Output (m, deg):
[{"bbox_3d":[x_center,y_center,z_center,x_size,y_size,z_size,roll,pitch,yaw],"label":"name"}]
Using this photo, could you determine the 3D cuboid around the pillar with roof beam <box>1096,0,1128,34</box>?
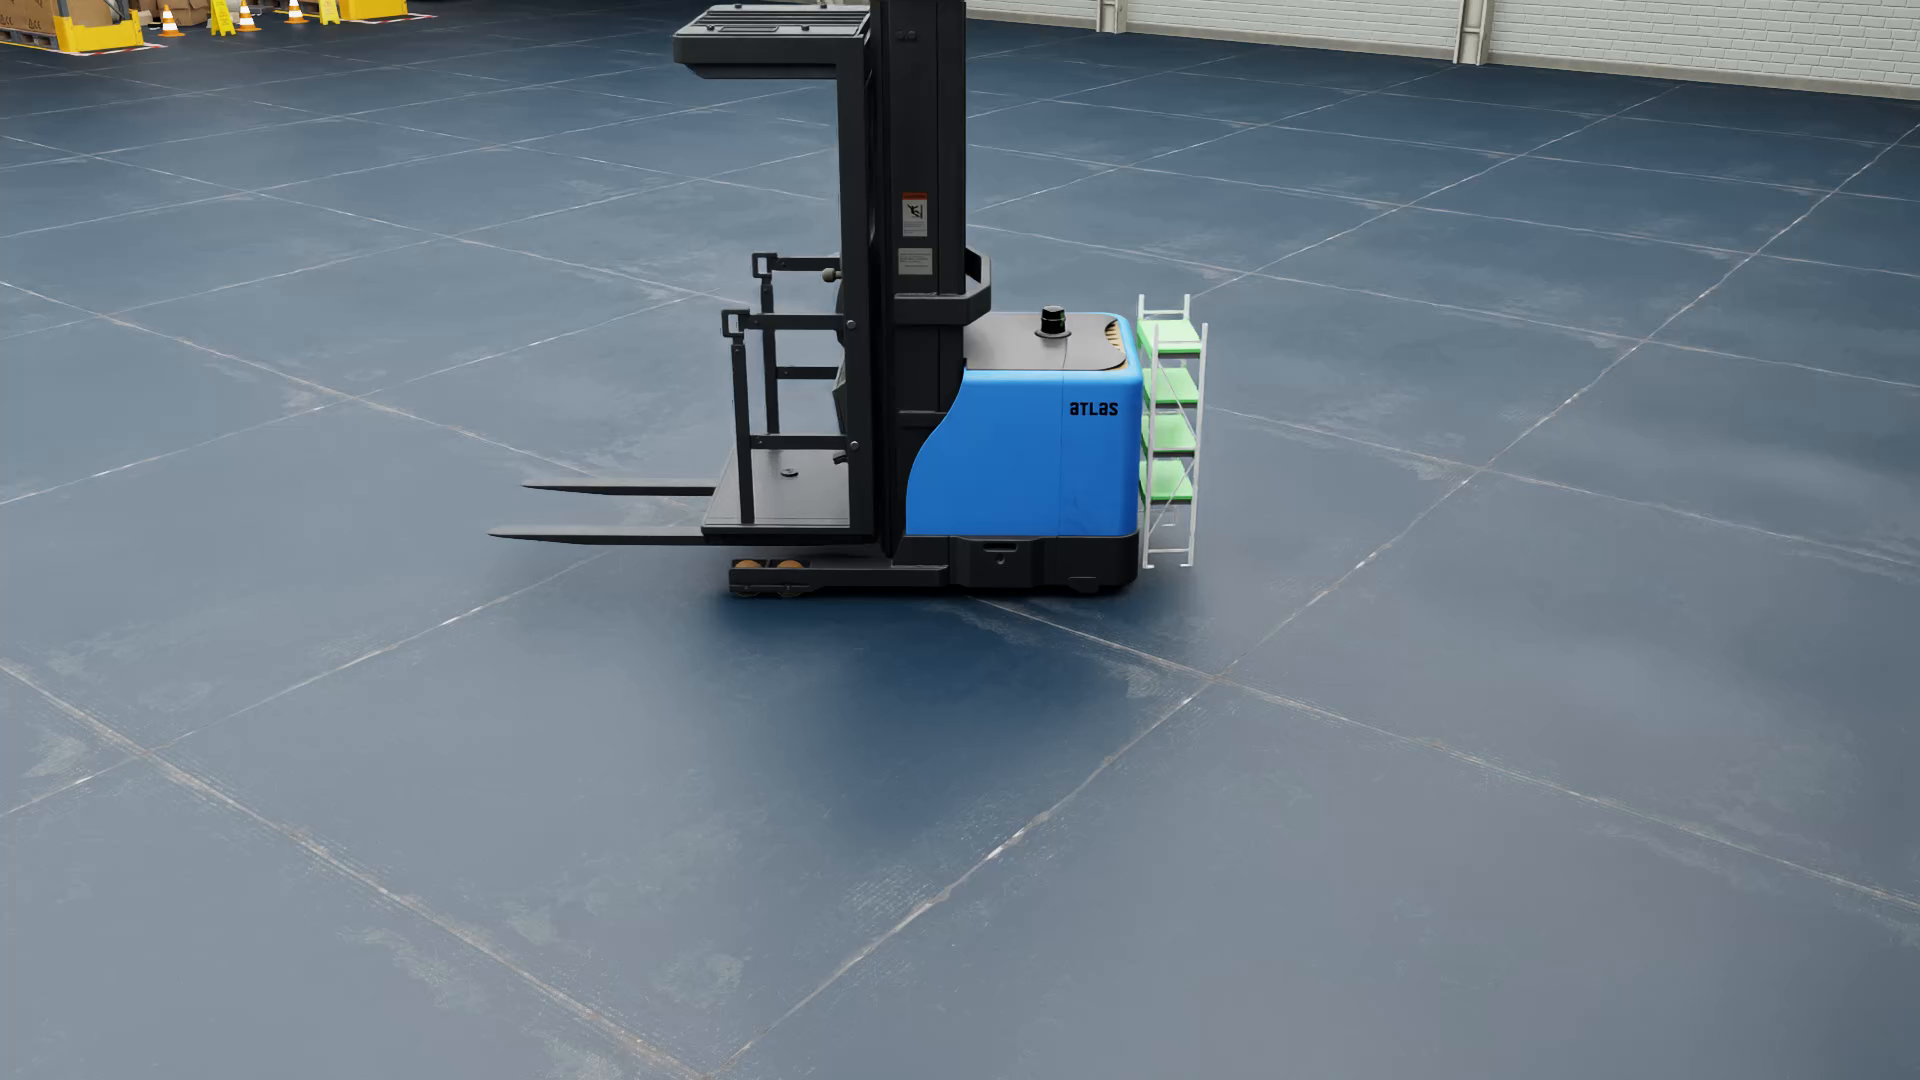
[{"bbox_3d":[-0.127,-10.966,21.978,0.400,9.000,9.100,17,29,33],"label":"pillar with roof beam"}]

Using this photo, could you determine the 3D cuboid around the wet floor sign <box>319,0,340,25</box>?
[{"bbox_3d":[-10.594,-8.982,27.834,0.267,0.644,0.232,-15,28,-30],"label":"wet floor sign"}]

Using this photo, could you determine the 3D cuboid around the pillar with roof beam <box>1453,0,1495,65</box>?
[{"bbox_3d":[4.674,-9.515,18.685,0.400,9.000,9.100,17,29,33],"label":"pillar with roof beam"}]

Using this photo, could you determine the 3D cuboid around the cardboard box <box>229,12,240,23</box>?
[{"bbox_3d":[-12.364,-8.811,28.062,0.380,0.149,0.250,-10,26,-21],"label":"cardboard box"}]

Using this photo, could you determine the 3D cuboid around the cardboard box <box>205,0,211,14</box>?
[{"bbox_3d":[-13.264,-9.577,29.362,0.500,0.500,0.500,-5,24,-12],"label":"cardboard box"}]

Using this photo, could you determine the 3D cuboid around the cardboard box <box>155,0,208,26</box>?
[{"bbox_3d":[-13.029,-8.916,27.861,0.637,0.503,0.797,-1,24,-3],"label":"cardboard box"}]

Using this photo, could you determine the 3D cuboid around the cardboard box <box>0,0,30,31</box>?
[{"bbox_3d":[-14.280,-8.403,25.716,0.875,0.875,0.875,16,29,32],"label":"cardboard box"}]

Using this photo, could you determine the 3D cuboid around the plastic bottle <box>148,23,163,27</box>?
[{"bbox_3d":[-13.344,-8.528,27.530,0.283,0.061,0.133,7,25,15],"label":"plastic bottle"}]

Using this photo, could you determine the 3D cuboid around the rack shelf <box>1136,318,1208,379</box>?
[{"bbox_3d":[0.985,-0.901,7.775,0.258,0.148,0.480,-1,24,-2],"label":"rack shelf"}]

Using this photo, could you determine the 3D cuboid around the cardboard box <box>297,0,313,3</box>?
[{"bbox_3d":[-11.323,-9.620,29.254,0.500,0.250,0.500,17,29,33],"label":"cardboard box"}]

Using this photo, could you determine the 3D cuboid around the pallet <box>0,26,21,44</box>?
[{"bbox_3d":[-14.651,-8.016,26.181,1.213,0.211,1.003,17,29,33],"label":"pallet"}]

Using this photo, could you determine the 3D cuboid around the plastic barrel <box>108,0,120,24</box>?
[{"bbox_3d":[-14.366,-8.838,27.783,0.512,0.421,0.421,-5,24,-12],"label":"plastic barrel"}]

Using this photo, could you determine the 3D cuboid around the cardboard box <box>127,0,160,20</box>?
[{"bbox_3d":[-13.782,-9.201,28.341,0.503,0.637,0.797,17,29,33],"label":"cardboard box"}]

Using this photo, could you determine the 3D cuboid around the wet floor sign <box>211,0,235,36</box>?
[{"bbox_3d":[-11.782,-8.383,26.476,0.232,0.644,0.267,12,26,24],"label":"wet floor sign"}]

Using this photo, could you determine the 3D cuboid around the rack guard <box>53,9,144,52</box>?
[{"bbox_3d":[-12.973,-7.679,25.058,0.348,0.500,1.175,17,29,33],"label":"rack guard"}]

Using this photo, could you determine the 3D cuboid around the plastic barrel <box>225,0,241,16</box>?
[{"bbox_3d":[-12.665,-9.282,28.792,0.512,0.421,0.421,-5,24,-12],"label":"plastic barrel"}]

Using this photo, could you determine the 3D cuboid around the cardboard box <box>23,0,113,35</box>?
[{"bbox_3d":[-13.575,-8.191,25.235,0.875,0.875,0.875,17,29,34],"label":"cardboard box"}]

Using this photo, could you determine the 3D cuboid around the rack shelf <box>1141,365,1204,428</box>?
[{"bbox_3d":[0.985,-0.681,7.871,0.258,0.148,0.480,-1,24,-2],"label":"rack shelf"}]

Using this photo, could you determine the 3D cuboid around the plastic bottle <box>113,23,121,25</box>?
[{"bbox_3d":[-13.899,-8.475,27.409,0.133,0.061,0.283,7,25,15],"label":"plastic bottle"}]

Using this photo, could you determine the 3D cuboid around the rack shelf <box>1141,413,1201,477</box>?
[{"bbox_3d":[0.985,-0.462,7.968,0.258,0.148,0.480,-1,24,-2],"label":"rack shelf"}]

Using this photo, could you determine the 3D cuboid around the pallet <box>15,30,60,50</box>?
[{"bbox_3d":[-13.679,-7.721,25.511,1.213,0.211,1.003,17,29,33],"label":"pallet"}]

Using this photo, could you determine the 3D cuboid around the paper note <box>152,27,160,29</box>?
[{"bbox_3d":[-13.196,-8.386,27.247,0.144,0.017,0.142,-15,28,-30],"label":"paper note"}]

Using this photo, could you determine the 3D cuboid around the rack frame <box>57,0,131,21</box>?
[{"bbox_3d":[-12.993,-8.829,24.567,0.127,3.000,1.000,17,29,33],"label":"rack frame"}]

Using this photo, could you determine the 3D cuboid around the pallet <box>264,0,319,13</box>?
[{"bbox_3d":[-11.766,-9.695,29.993,1.213,0.211,1.003,17,29,33],"label":"pallet"}]

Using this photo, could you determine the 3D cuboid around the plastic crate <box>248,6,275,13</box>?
[{"bbox_3d":[-12.541,-9.437,29.569,0.583,0.080,0.402,7,25,15],"label":"plastic crate"}]

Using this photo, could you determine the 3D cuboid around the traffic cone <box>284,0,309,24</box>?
[{"bbox_3d":[-11.222,-8.977,28.050,0.334,0.463,0.336,17,29,33],"label":"traffic cone"}]

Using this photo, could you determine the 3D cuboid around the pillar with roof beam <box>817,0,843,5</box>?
[{"bbox_3d":[-4.928,-12.417,25.271,0.400,9.000,9.100,17,29,33],"label":"pillar with roof beam"}]

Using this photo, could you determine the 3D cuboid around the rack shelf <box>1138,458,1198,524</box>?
[{"bbox_3d":[0.985,-0.242,8.065,0.258,0.148,0.480,-1,24,-2],"label":"rack shelf"}]

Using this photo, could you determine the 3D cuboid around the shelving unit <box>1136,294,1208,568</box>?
[{"bbox_3d":[0.985,-0.520,7.942,0.258,1.200,0.503,-1,24,-2],"label":"shelving unit"}]

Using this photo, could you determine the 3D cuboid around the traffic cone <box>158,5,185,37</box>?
[{"bbox_3d":[-12.566,-8.254,26.410,0.334,0.463,0.336,17,29,33],"label":"traffic cone"}]

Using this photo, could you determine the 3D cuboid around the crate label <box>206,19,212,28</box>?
[{"bbox_3d":[-12.282,-8.558,27.503,0.298,0.136,0.250,3,24,6],"label":"crate label"}]

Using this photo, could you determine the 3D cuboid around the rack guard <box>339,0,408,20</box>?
[{"bbox_3d":[-10.166,-9.325,28.793,0.348,0.500,1.175,17,29,33],"label":"rack guard"}]

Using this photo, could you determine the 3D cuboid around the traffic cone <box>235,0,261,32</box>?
[{"bbox_3d":[-11.616,-8.537,27.051,0.334,0.463,0.336,17,29,33],"label":"traffic cone"}]

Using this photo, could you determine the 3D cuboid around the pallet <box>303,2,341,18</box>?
[{"bbox_3d":[-10.794,-9.400,29.323,1.213,0.211,1.003,17,29,33],"label":"pallet"}]

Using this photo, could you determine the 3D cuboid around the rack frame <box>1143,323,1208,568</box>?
[{"bbox_3d":[0.994,-0.422,7.719,0.240,1.200,0.015,-1,24,-2],"label":"rack frame"}]

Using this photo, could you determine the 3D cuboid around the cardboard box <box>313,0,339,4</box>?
[{"bbox_3d":[-10.932,-9.498,28.977,0.500,0.250,0.500,17,29,33],"label":"cardboard box"}]

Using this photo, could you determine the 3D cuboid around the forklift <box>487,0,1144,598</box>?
[{"bbox_3d":[-0.688,-1.289,7.541,3.031,2.935,1.130,0,24,1],"label":"forklift"}]

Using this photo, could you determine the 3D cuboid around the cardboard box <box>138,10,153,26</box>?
[{"bbox_3d":[-13.713,-8.723,27.719,0.396,0.266,0.258,-21,31,-39],"label":"cardboard box"}]

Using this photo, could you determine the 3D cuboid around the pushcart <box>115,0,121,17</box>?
[{"bbox_3d":[-14.633,-9.470,29.274,0.936,0.377,1.648,7,25,15],"label":"pushcart"}]

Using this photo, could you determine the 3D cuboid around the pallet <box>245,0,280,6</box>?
[{"bbox_3d":[-12.747,-9.990,30.662,1.213,0.211,1.003,17,29,33],"label":"pallet"}]

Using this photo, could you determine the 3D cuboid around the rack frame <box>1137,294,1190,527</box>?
[{"bbox_3d":[0.975,-0.618,8.166,0.240,1.200,0.015,-1,24,-2],"label":"rack frame"}]
